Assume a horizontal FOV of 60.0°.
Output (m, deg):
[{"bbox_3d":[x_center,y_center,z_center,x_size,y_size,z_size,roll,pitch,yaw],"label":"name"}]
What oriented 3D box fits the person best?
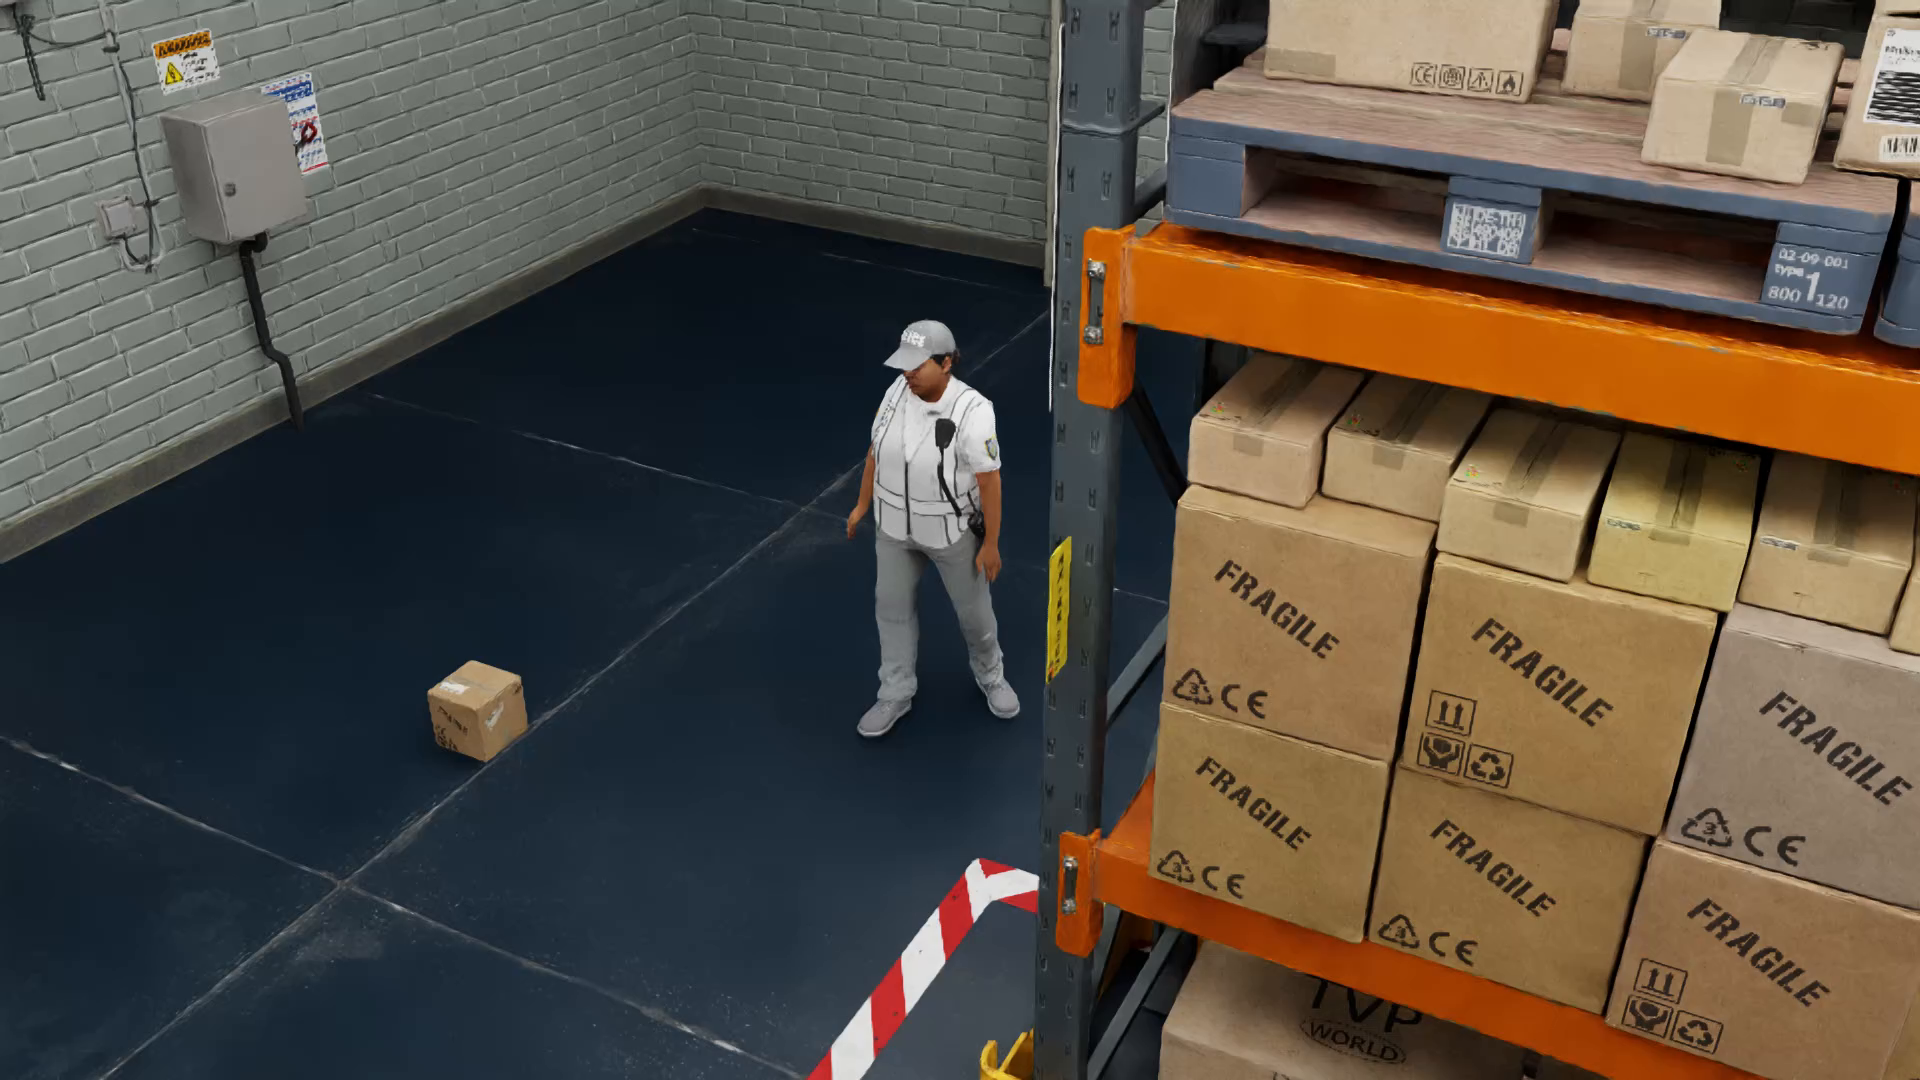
[{"bbox_3d":[-0.122,-0.044,6.178,0.681,1.650,0.582,13,33,21],"label":"person"}]
